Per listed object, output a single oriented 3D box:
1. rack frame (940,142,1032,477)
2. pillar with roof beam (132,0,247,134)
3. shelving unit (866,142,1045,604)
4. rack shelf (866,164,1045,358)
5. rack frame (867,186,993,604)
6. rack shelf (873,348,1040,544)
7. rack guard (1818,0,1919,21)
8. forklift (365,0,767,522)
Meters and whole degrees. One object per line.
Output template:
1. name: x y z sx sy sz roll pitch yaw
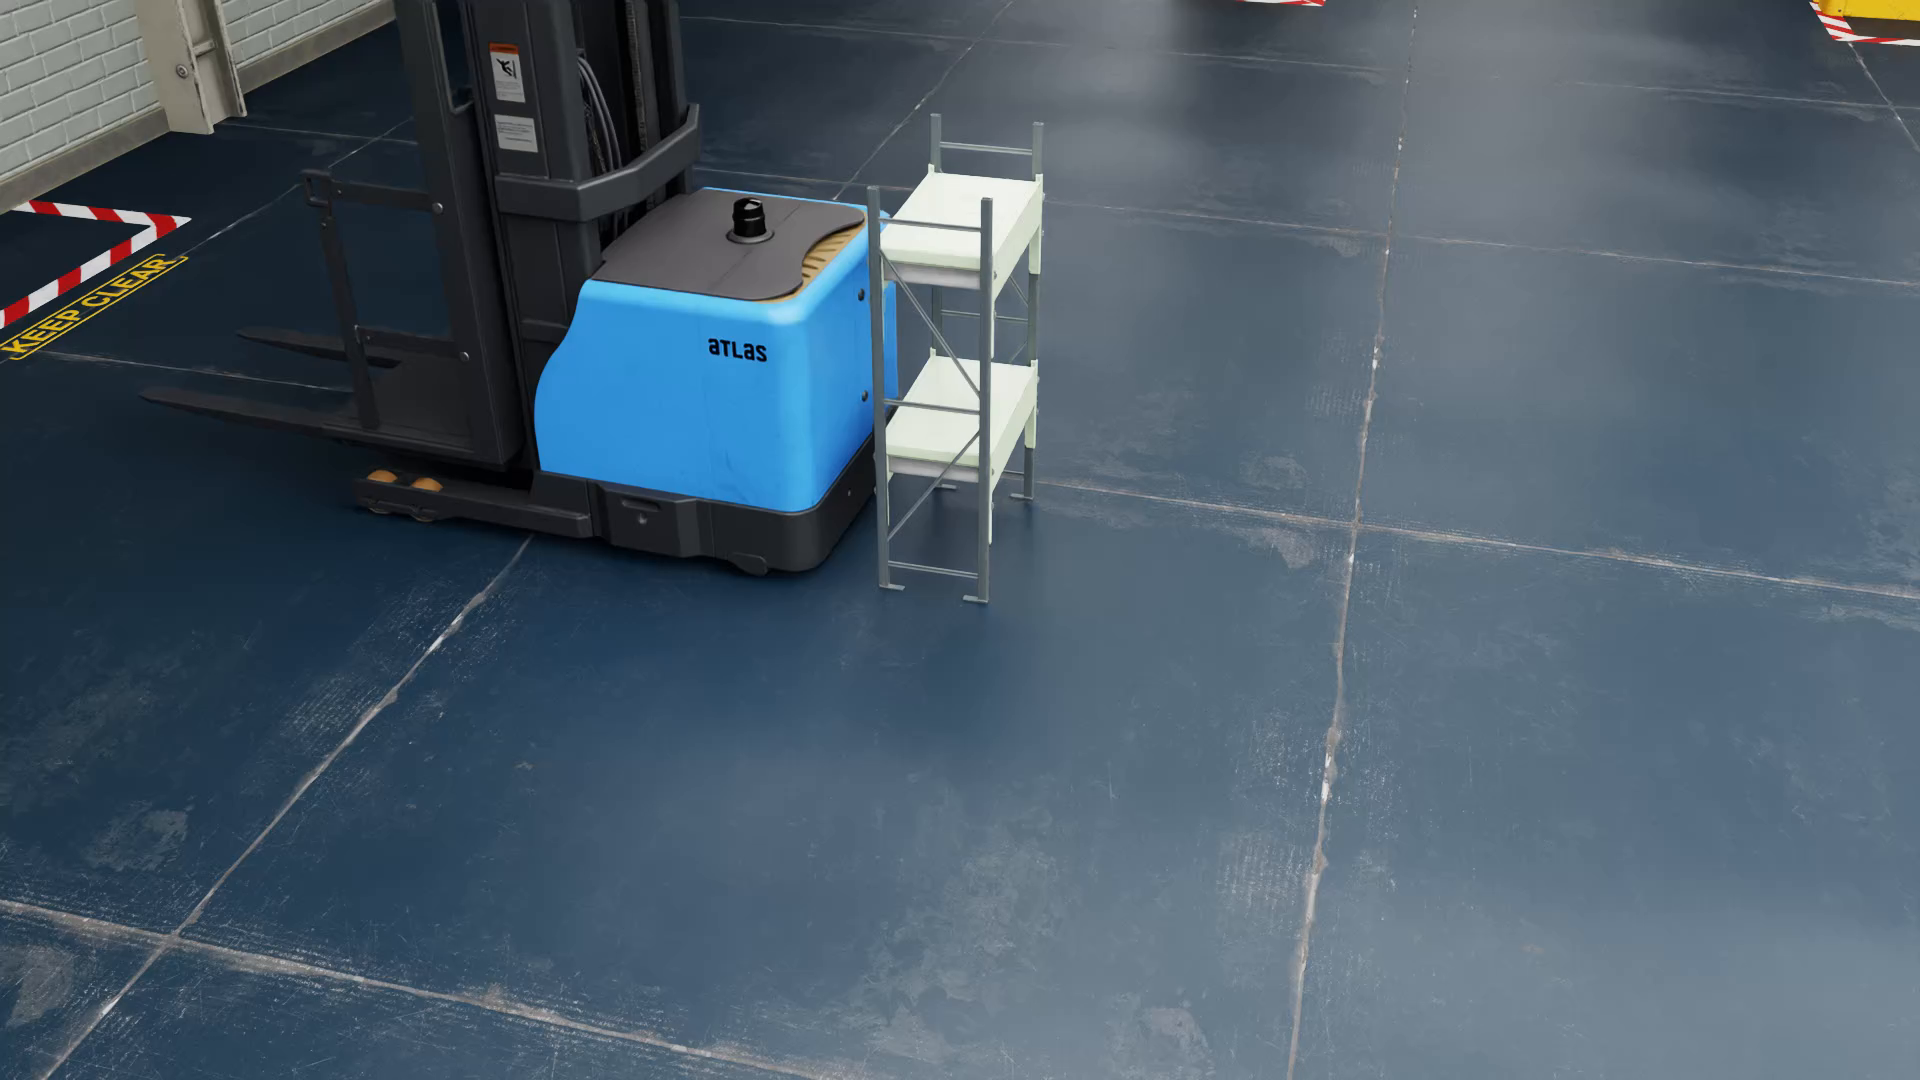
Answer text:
1. rack frame: 0.092 -0.819 6.141 0.380 1.308 0.010 8 33 12
2. pillar with roof beam: -0.514 -5.808 6.998 9.100 9.000 0.400 8 33 12
3. shelving unit: -0.003 -0.628 5.839 0.431 1.500 0.748 8 33 12
4. rack shelf: -0.002 -0.959 5.633 0.431 0.370 0.720 8 33 12
5. rack frame: -0.095 -0.440 5.543 0.400 1.500 0.023 8 33 12
6. rack shelf: -0.002 -0.354 6.017 0.431 0.370 0.720 8 33 12
7. rack guard: 7.060 -4.137 12.291 1.175 0.500 0.348 8 33 12
8. forklift: 9.970 -2.620 7.698 22.055 2.867 12.119 10 34 15
